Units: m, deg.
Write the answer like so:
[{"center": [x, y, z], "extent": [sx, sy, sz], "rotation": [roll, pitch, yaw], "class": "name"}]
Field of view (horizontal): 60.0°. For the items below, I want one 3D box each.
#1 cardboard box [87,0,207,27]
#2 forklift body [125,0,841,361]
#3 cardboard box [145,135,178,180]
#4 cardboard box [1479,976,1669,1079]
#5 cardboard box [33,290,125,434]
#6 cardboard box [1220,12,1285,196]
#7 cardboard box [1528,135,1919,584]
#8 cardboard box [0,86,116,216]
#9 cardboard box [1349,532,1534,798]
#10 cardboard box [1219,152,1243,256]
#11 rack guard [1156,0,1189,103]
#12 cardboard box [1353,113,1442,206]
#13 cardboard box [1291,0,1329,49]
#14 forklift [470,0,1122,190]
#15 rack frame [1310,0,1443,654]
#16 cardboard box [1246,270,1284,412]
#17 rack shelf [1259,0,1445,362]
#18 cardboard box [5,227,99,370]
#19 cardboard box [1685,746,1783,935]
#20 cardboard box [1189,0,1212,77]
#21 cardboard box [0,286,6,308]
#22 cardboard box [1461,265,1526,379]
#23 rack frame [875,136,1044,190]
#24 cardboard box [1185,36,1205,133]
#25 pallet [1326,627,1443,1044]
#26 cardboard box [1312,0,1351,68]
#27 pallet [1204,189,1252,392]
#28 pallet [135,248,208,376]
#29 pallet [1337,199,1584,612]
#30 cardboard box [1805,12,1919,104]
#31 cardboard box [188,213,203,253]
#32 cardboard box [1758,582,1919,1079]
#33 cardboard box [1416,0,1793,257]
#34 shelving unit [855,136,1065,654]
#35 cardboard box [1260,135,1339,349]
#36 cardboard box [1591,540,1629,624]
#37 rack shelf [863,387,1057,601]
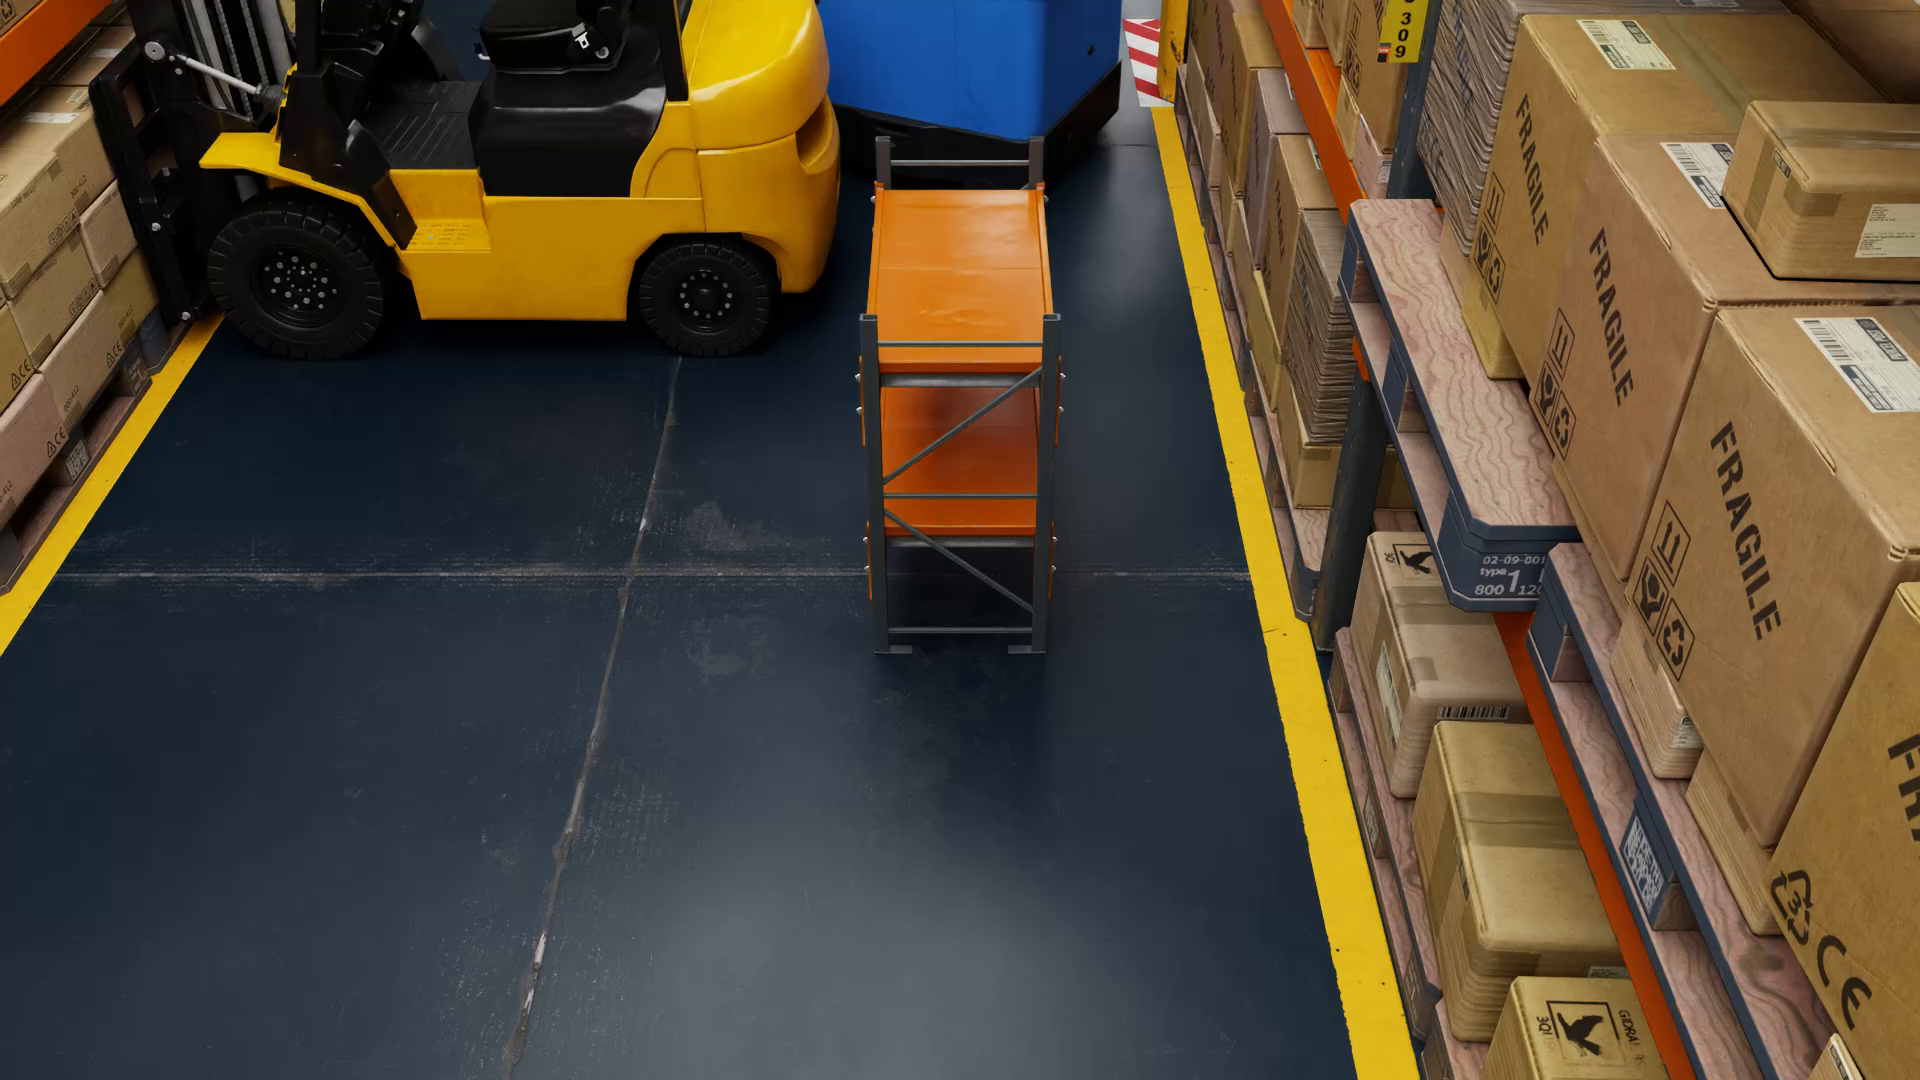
[{"center": [-3.102, -1.933, 6.327], "extent": [0.500, 0.250, 0.500], "rotation": [0, 39, 1], "class": "cardboard box"}, {"center": [-1.604, -1.859, 5.849], "extent": [2.313, 2.155, 1.214], "rotation": [0, 39, 0], "class": "forklift body"}, {"center": [-3.109, -1.407, 6.070], "extent": [0.500, 0.250, 0.500], "rotation": [0, 39, 0], "class": "cardboard box"}, {"center": [1.547, 1.195, 3.125], "extent": [0.950, 0.372, 0.625], "rotation": [1, 39, 1], "class": "cardboard box"}, {"center": [-3.112, -0.584, 5.443], "extent": [0.500, 0.250, 0.500], "rotation": [-1, 39, -1], "class": "cardboard box"}, {"center": [1.255, -1.604, 6.116], "extent": [0.500, 0.500, 0.500], "rotation": [1, 39, 1], "class": "cardboard box"}, {"center": [1.239, -0.282, 2.550], "extent": [0.500, 0.500, 0.500], "rotation": [0, 39, 0], "class": "cardboard box"}, {"center": [-3.116, -1.288, 5.521], "extent": [0.500, 0.250, 0.500], "rotation": [1, 39, 1], "class": "cardboard box"}, {"center": [1.540, 0.311, 4.229], "extent": [0.950, 0.372, 0.625], "rotation": [0, 39, 1], "class": "cardboard box"}, {"center": [1.263, -1.306, 6.344], "extent": [0.500, 0.250, 0.500], "rotation": [2, 39, 3], "class": "cardboard box"}, {"center": [1.533, -2.357, 7.792], "extent": [1.175, 0.500, 0.348], "rotation": [0, 39, 0], "class": "rack guard"}, {"center": [1.232, -0.982, 4.277], "extent": [0.380, 0.149, 0.250], "rotation": [0, 39, -1], "class": "cardboard box"}, {"center": [1.228, -1.617, 5.070], "extent": [0.380, 0.149, 0.250], "rotation": [-1, 39, -1], "class": "cardboard box"}, {"center": [-0.835, -3.202, 6.901], "extent": [3.031, 2.935, 1.130], "rotation": [17, 42, 20], "class": "forklift"}, {"center": [1.537, -0.879, 3.948], "extent": [1.000, 3.000, 0.127], "rotation": [0, 39, 0], "class": "rack frame"}, {"center": [1.257, -0.672, 5.553], "extent": [0.500, 0.250, 0.500], "rotation": [-1, 39, -1], "class": "cardboard box"}, {"center": [1.535, -1.849, 5.734], "extent": [1.077, 0.370, 4.000], "rotation": [0, 39, 0], "class": "rack shelf"}, {"center": [-3.121, -0.777, 5.284], "extent": [0.500, 0.250, 0.500], "rotation": [0, 39, 0], "class": "cardboard box"}, {"center": [1.225, 0.383, 2.238], "extent": [0.380, 0.149, 0.250], "rotation": [-1, 39, -1], "class": "cardboard box"}, {"center": [1.258, -2.244, 6.915], "extent": [0.500, 0.500, 0.500], "rotation": [-1, 39, -2], "class": "cardboard box"}, {"center": [-3.113, -0.657, 4.734], "extent": [0.500, 0.250, 0.500], "rotation": [-1, 39, -1], "class": "cardboard box"}, {"center": [1.213, -0.443, 3.269], "extent": [0.380, 0.149, 0.250], "rotation": [1, 39, 1], "class": "cardboard box"}, {"center": [-0.001, -0.753, 5.290], "extent": [0.500, 1.125, 0.032], "rotation": [0, 39, 0], "class": "rack frame"}, {"center": [1.257, -1.966, 7.168], "extent": [0.500, 0.250, 0.500], "rotation": [0, 39, 0], "class": "cardboard box"}, {"center": [1.540, 0.696, 4.212], "extent": [1.003, 0.211, 1.213], "rotation": [0, 39, 0], "class": "pallet"}, {"center": [1.281, -1.633, 4.572], "extent": [0.500, 0.500, 0.500], "rotation": [1, 39, 1], "class": "cardboard box"}, {"center": [1.497, -0.975, 6.298], "extent": [1.003, 0.211, 1.213], "rotation": [0, 39, 0], "class": "pallet"}, {"center": [-3.390, -1.047, 6.388], "extent": [1.003, 0.211, 1.213], "rotation": [0, 39, 0], "class": "pallet"}, {"center": [1.393, -0.326, 3.411], "extent": [1.003, 0.211, 1.213], "rotation": [0, 39, 0], "class": "pallet"}, {"center": [1.769, -0.599, 2.945], "extent": [0.500, 0.500, 0.500], "rotation": [0, 39, 0], "class": "cardboard box"}, {"center": [-3.109, -1.223, 6.240], "extent": [0.500, 0.250, 0.500], "rotation": [1, 39, 1], "class": "cardboard box"}, {"center": [1.250, 0.381, 1.723], "extent": [0.500, 0.500, 0.500], "rotation": [-3, 39, -3], "class": "cardboard box"}, {"center": [1.251, -0.904, 3.326], "extent": [0.500, 0.500, 0.500], "rotation": [1, 39, 1], "class": "cardboard box"}, {"center": [0.000, -0.435, 4.893], "extent": [0.538, 1.125, 1.048], "rotation": [0, 39, 0], "class": "shelving unit"}, {"center": [1.266, -0.950, 5.300], "extent": [0.500, 0.500, 0.500], "rotation": [1, 39, 1], "class": "cardboard box"}, {"center": [1.247, 0.050, 2.654], "extent": [0.380, 0.149, 0.250], "rotation": [0, 39, 0], "class": "cardboard box"}, {"center": [0.000, -0.244, 5.046], "extent": [0.538, 0.278, 1.000], "rotation": [0, 39, 0], "class": "rack shelf"}]
